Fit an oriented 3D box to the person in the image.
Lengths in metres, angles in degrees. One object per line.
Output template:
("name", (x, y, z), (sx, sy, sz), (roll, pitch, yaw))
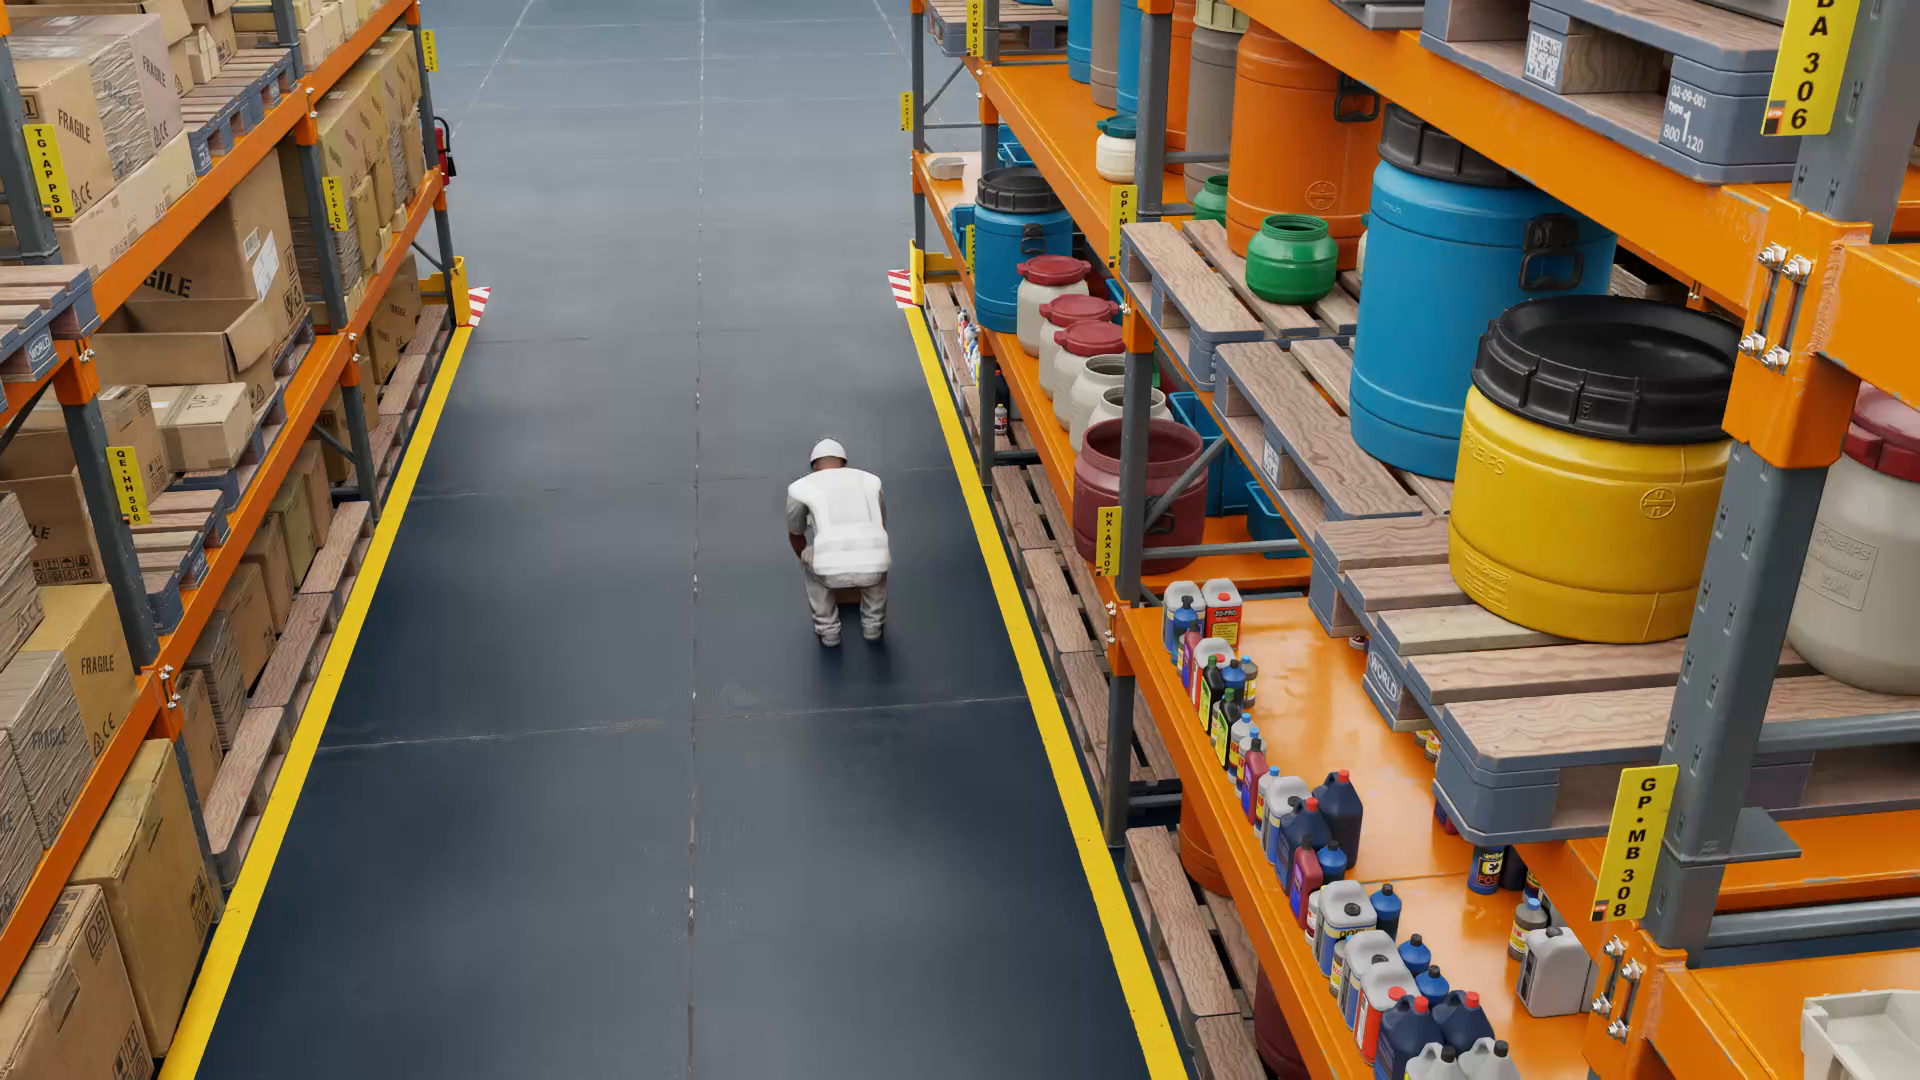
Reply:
("person", (-0.679, 0.038, 9.375), (0.574, 1.014, 0.902), (-4, 27, -7))
